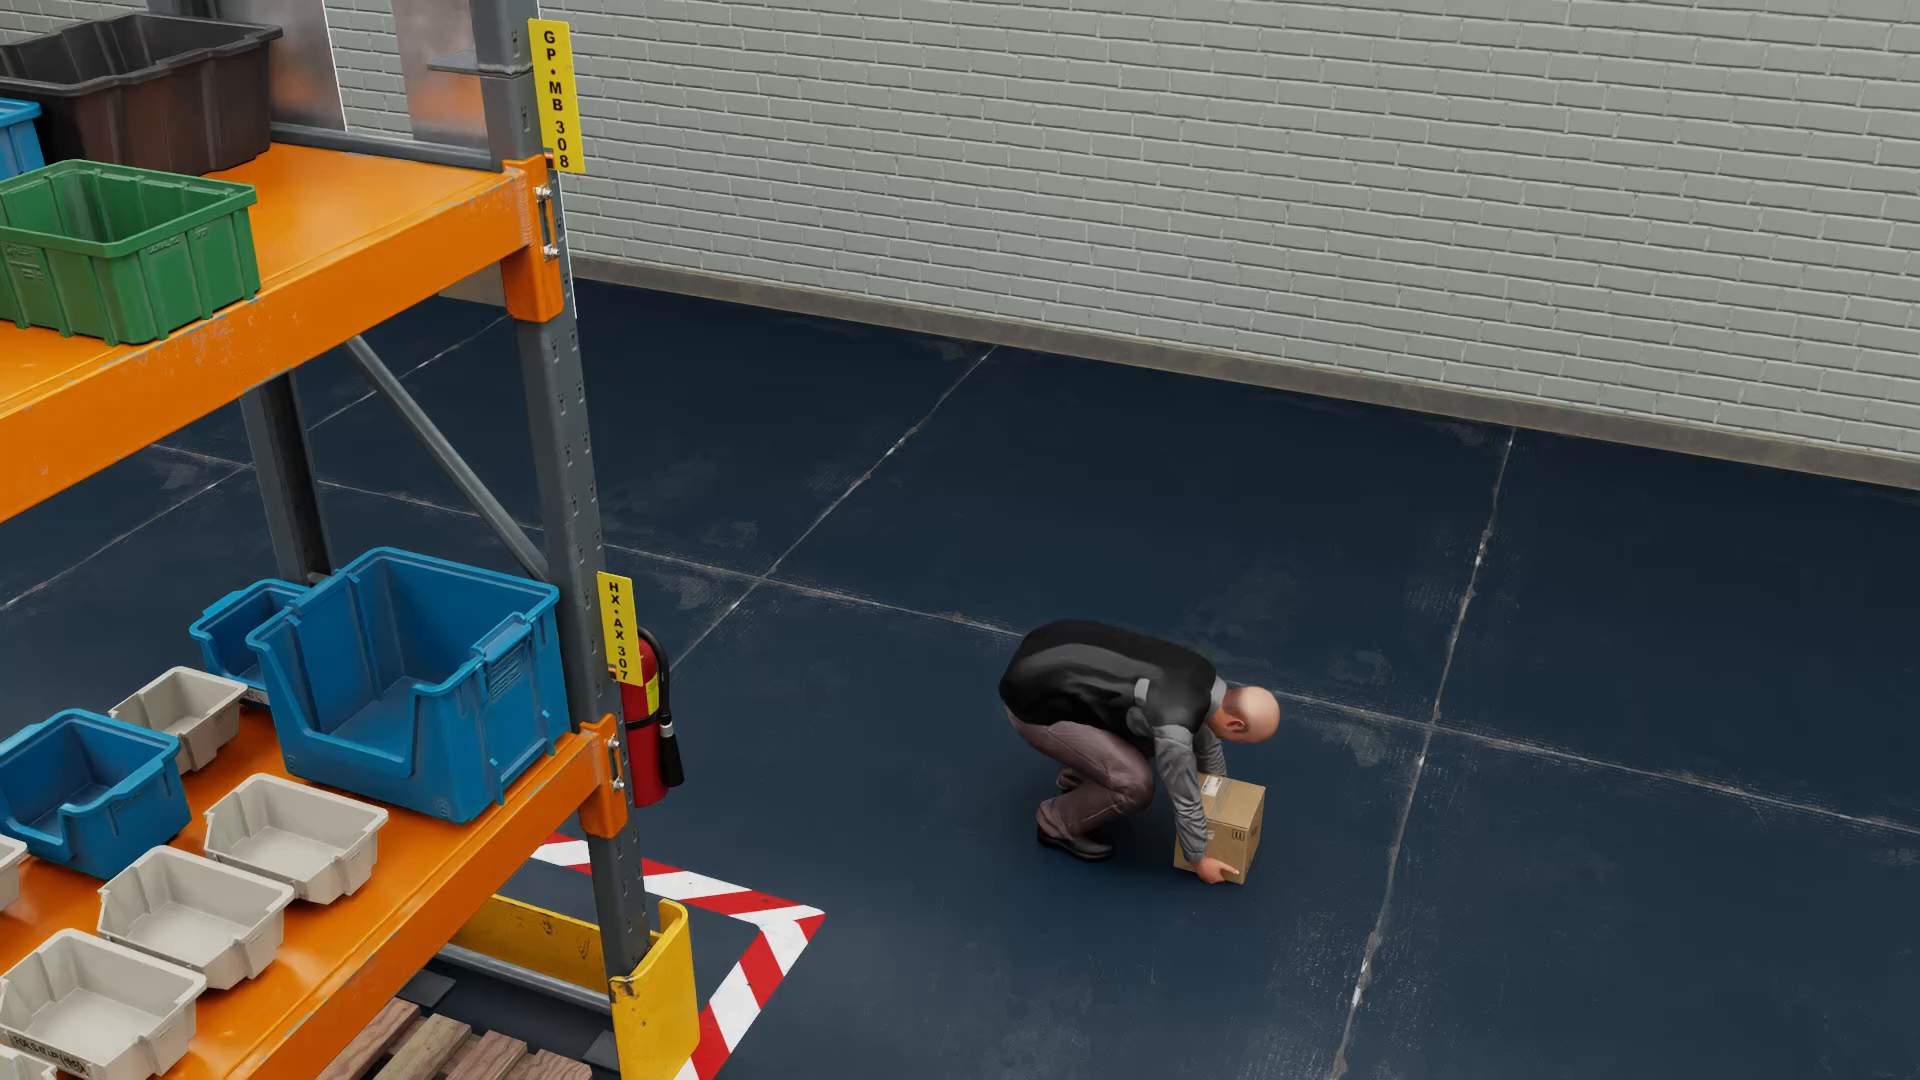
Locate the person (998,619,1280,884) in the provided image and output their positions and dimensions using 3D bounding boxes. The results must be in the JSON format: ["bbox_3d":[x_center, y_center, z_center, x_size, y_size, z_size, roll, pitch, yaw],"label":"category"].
[{"bbox_3d":[0.620,0.708,5.823,0.953,0.848,0.514,10,31,18],"label":"person"}]
